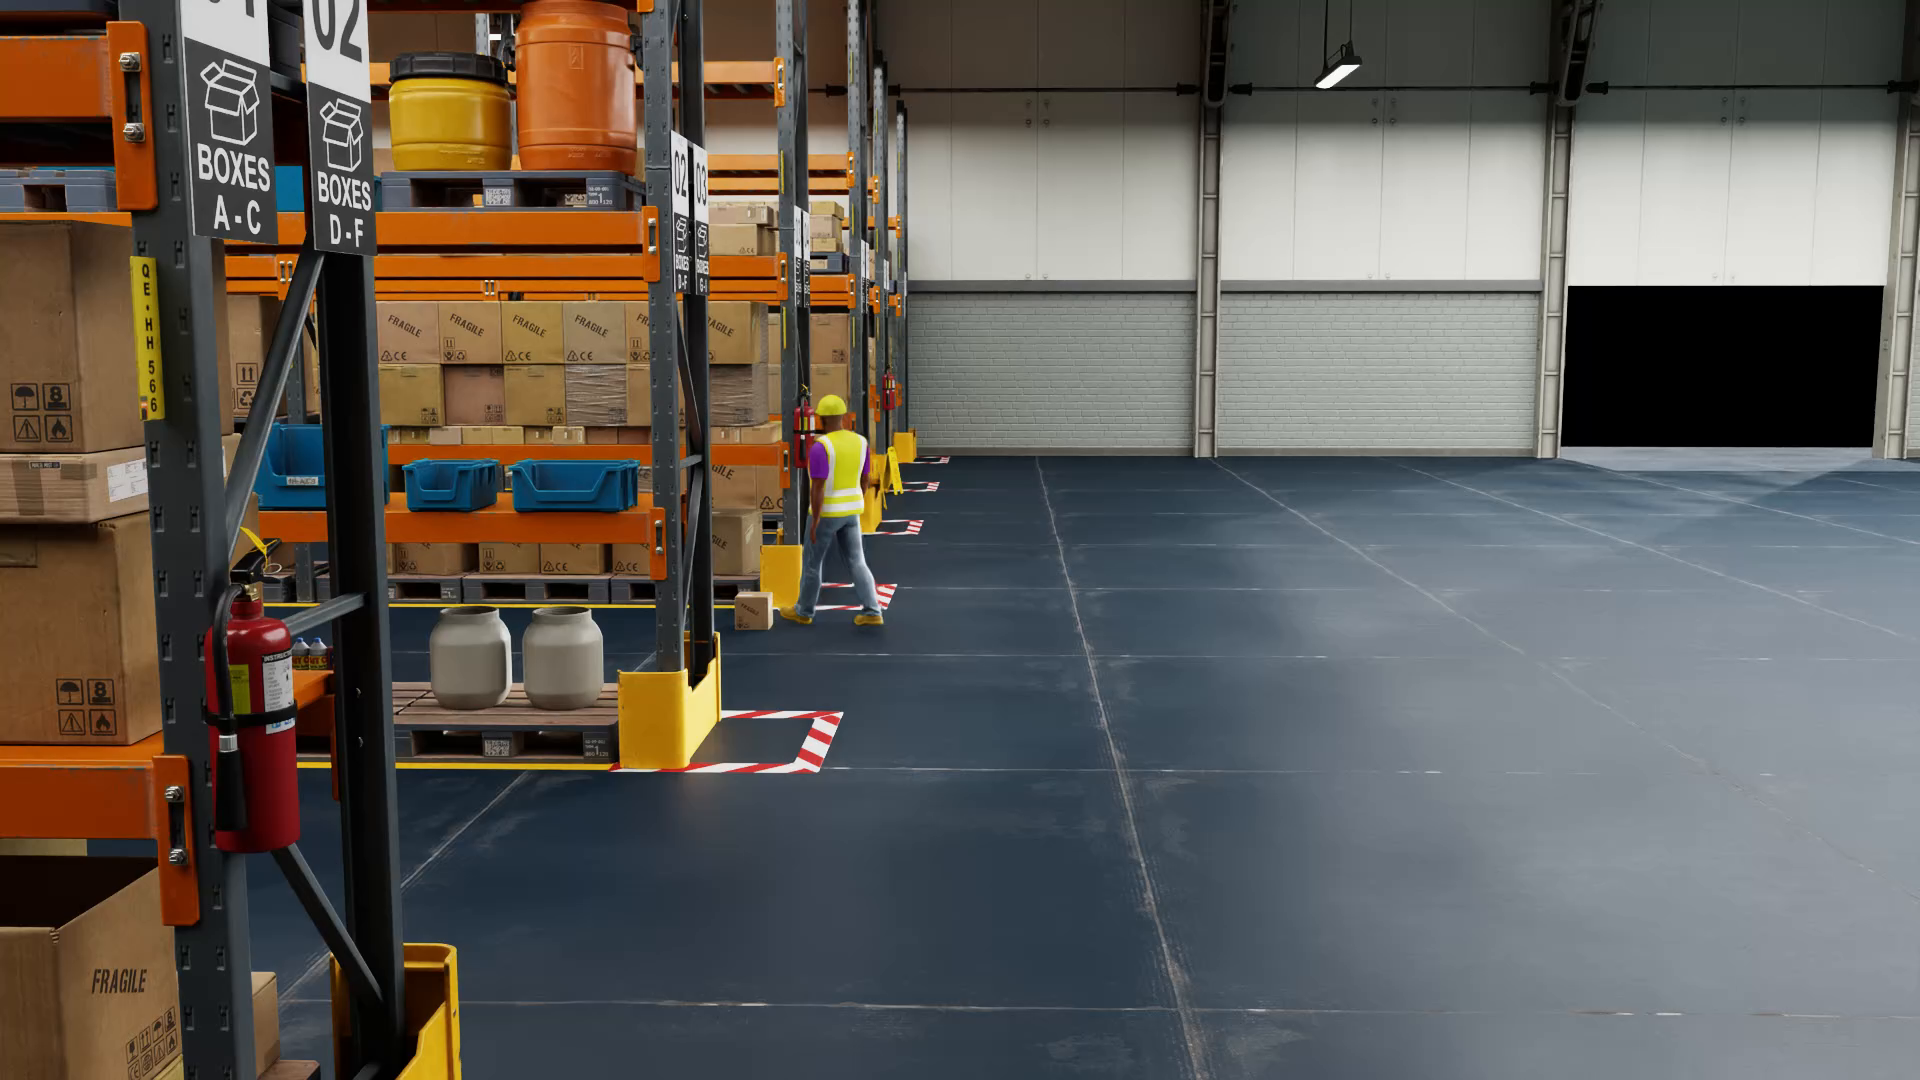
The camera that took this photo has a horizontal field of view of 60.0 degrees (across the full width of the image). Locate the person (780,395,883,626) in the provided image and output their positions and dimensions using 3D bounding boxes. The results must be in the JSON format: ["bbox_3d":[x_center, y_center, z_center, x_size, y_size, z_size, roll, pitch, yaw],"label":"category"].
[{"bbox_3d":[-0.944,-0.208,12.371,0.591,1.736,0.968,-6,9,-38],"label":"person"}]
